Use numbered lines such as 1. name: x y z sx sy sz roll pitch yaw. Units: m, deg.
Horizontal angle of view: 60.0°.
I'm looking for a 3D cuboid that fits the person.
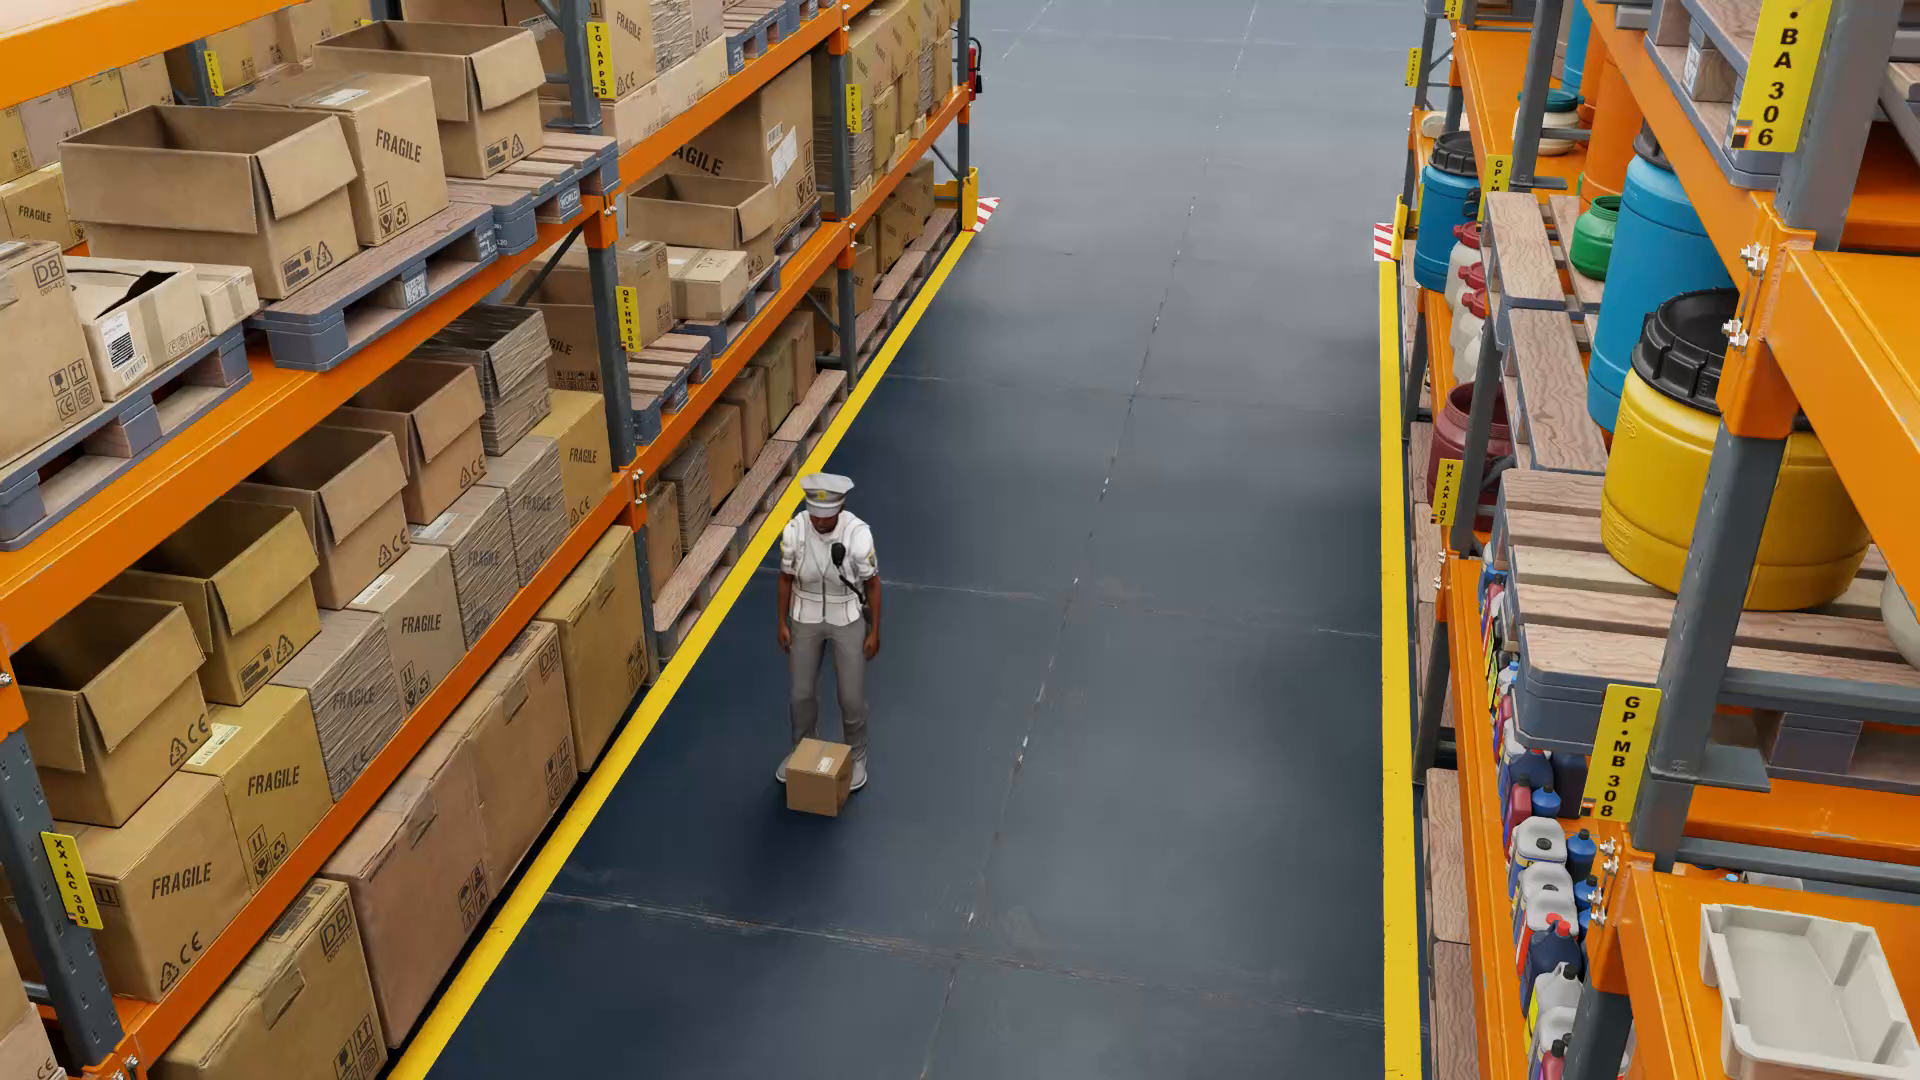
1. person: -0.632 0.413 7.868 0.527 1.656 0.397 4 29 7
